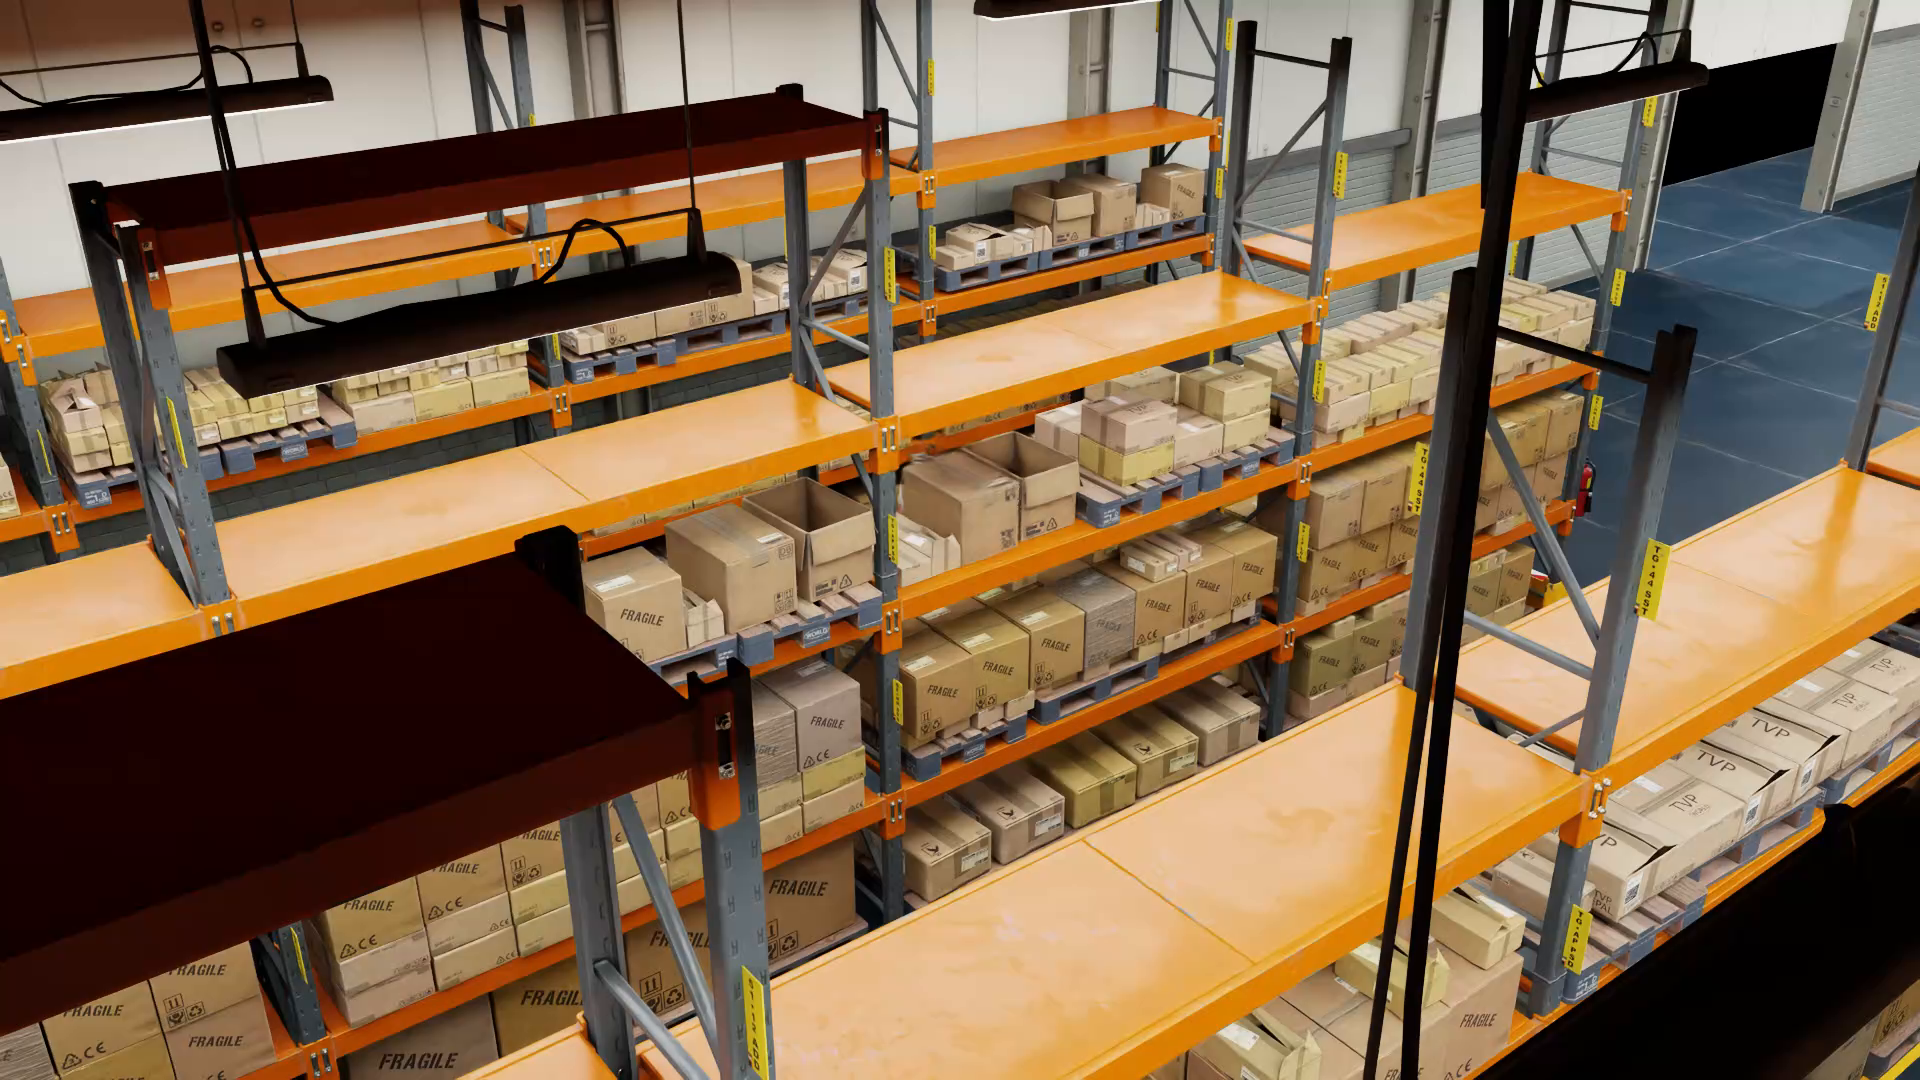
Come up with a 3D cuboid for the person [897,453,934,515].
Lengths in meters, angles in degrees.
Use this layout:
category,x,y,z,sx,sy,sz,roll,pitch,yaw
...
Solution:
category,x,y,z,sx,sy,sz,roll,pitch,yaw
person,-0.328,-0.046,16.273,0.546,1.832,0.599,21,33,36
